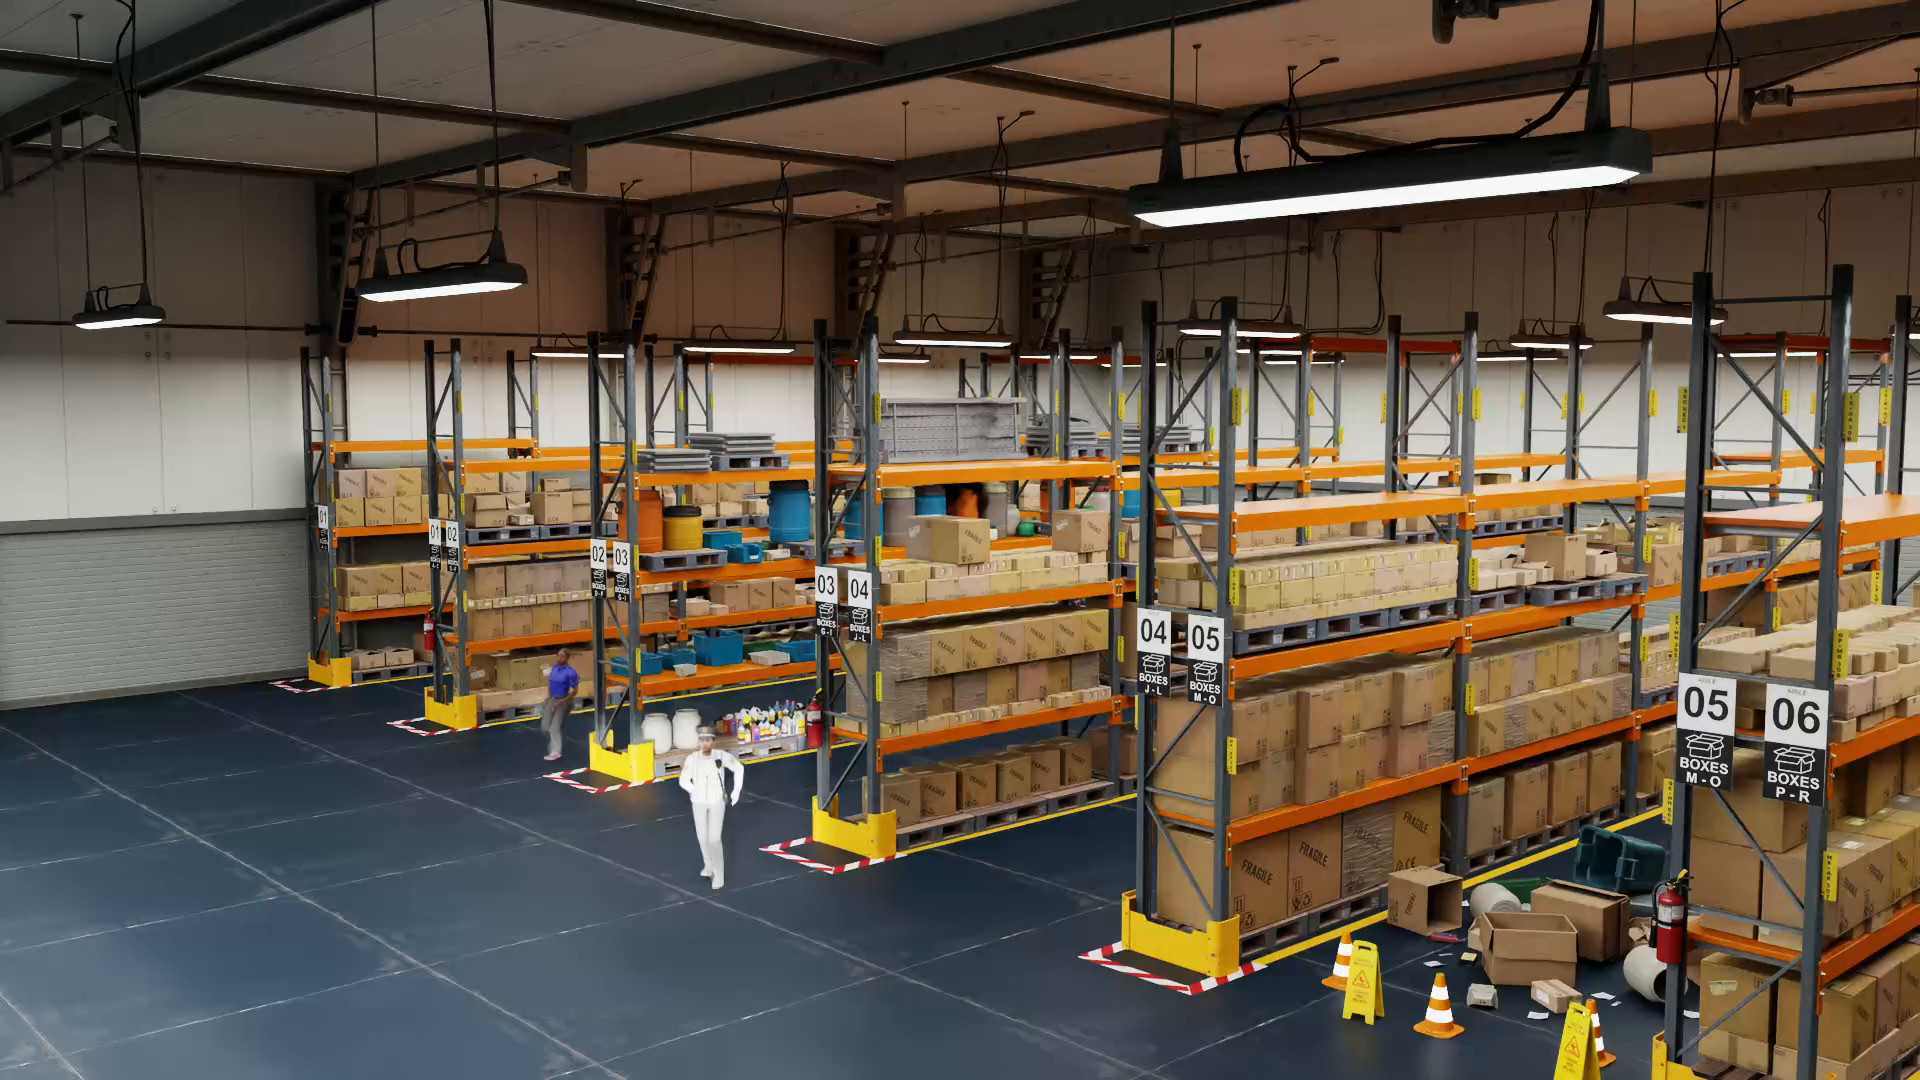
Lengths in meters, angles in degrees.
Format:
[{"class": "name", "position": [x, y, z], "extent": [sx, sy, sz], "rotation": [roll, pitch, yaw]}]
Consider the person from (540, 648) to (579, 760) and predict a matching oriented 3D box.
[{"class": "person", "position": [-5.648, 2.308, 23.440], "extent": [0.646, 1.599, 0.523], "rotation": [2, 5, 23]}]

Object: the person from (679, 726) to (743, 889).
[{"class": "person", "position": [-2.623, 2.807, 17.465], "extent": [0.632, 1.751, 0.709], "rotation": [0, 5, 3]}]
